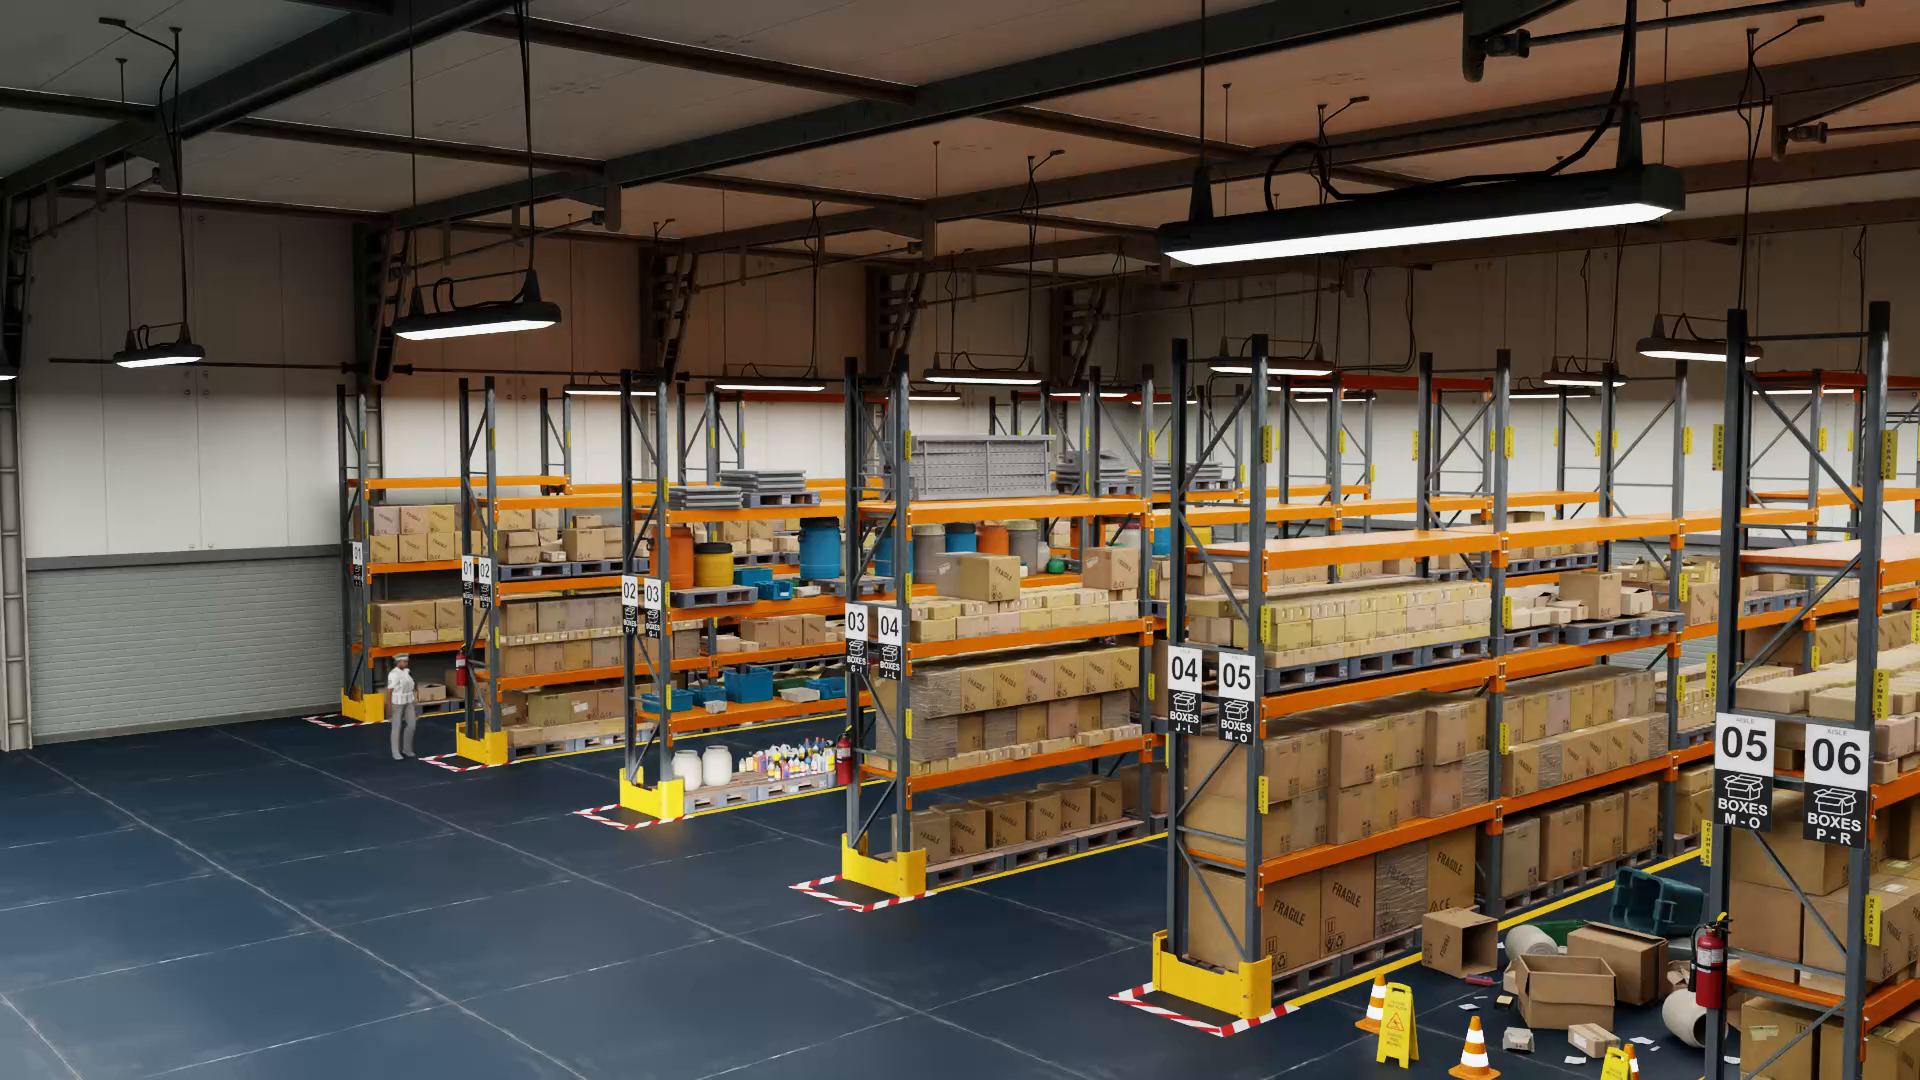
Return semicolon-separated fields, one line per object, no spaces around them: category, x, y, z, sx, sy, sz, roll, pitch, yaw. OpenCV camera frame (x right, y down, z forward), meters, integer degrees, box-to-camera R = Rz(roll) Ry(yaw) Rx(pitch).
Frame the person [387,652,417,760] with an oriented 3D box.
person;-8.838;2.649;26.305;0.351;1.761;0.549;2;4;29
